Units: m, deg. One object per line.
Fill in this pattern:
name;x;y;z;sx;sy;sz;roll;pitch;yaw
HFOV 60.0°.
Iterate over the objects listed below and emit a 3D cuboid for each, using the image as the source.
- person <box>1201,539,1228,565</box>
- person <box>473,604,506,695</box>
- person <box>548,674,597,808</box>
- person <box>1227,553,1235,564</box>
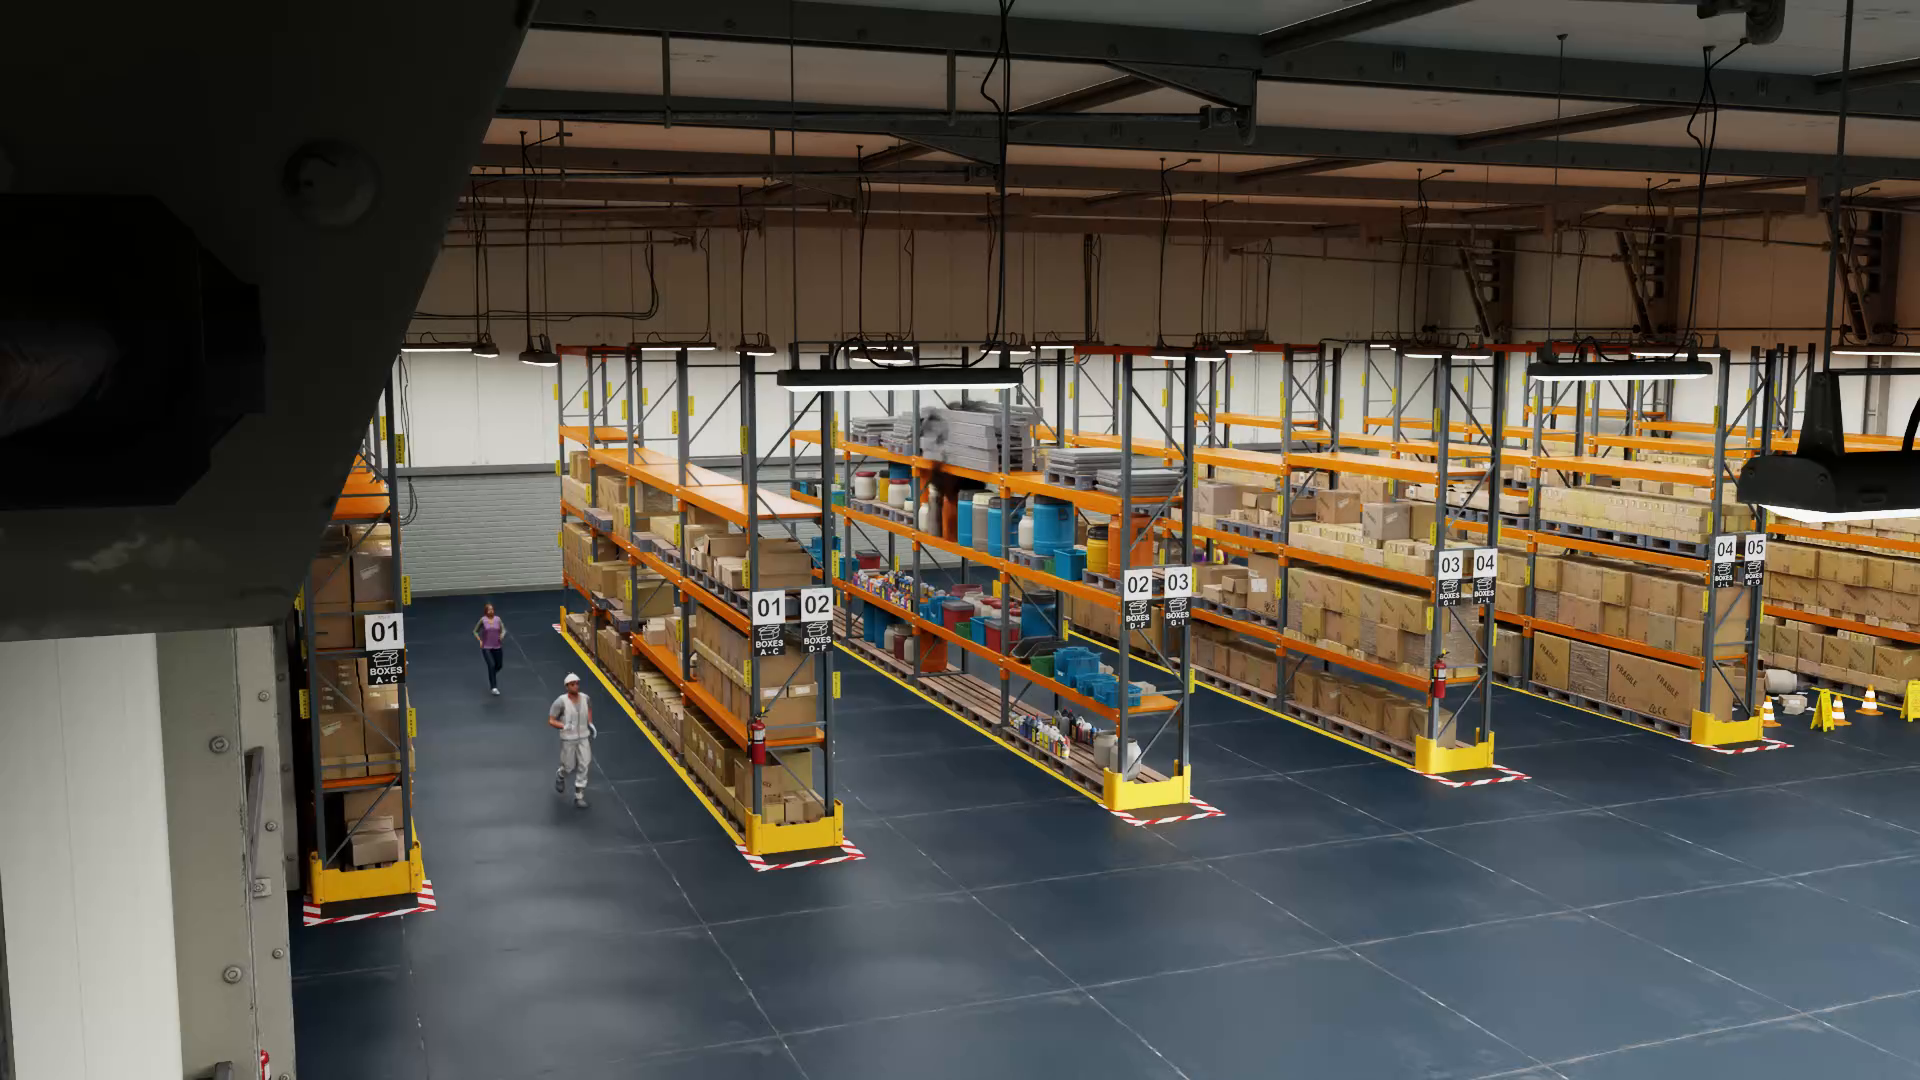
person;5.637;0.828;36.592;0.722;1.717;0.731;-2;8;-15
person;-8.187;1.880;28.993;0.546;1.560;0.733;-4;8;-30
person;-5.171;2.644;22.190;0.663;1.757;0.782;-5;9;-36
person;6.760;0.276;41.537;0.615;1.635;0.644;5;9;36
